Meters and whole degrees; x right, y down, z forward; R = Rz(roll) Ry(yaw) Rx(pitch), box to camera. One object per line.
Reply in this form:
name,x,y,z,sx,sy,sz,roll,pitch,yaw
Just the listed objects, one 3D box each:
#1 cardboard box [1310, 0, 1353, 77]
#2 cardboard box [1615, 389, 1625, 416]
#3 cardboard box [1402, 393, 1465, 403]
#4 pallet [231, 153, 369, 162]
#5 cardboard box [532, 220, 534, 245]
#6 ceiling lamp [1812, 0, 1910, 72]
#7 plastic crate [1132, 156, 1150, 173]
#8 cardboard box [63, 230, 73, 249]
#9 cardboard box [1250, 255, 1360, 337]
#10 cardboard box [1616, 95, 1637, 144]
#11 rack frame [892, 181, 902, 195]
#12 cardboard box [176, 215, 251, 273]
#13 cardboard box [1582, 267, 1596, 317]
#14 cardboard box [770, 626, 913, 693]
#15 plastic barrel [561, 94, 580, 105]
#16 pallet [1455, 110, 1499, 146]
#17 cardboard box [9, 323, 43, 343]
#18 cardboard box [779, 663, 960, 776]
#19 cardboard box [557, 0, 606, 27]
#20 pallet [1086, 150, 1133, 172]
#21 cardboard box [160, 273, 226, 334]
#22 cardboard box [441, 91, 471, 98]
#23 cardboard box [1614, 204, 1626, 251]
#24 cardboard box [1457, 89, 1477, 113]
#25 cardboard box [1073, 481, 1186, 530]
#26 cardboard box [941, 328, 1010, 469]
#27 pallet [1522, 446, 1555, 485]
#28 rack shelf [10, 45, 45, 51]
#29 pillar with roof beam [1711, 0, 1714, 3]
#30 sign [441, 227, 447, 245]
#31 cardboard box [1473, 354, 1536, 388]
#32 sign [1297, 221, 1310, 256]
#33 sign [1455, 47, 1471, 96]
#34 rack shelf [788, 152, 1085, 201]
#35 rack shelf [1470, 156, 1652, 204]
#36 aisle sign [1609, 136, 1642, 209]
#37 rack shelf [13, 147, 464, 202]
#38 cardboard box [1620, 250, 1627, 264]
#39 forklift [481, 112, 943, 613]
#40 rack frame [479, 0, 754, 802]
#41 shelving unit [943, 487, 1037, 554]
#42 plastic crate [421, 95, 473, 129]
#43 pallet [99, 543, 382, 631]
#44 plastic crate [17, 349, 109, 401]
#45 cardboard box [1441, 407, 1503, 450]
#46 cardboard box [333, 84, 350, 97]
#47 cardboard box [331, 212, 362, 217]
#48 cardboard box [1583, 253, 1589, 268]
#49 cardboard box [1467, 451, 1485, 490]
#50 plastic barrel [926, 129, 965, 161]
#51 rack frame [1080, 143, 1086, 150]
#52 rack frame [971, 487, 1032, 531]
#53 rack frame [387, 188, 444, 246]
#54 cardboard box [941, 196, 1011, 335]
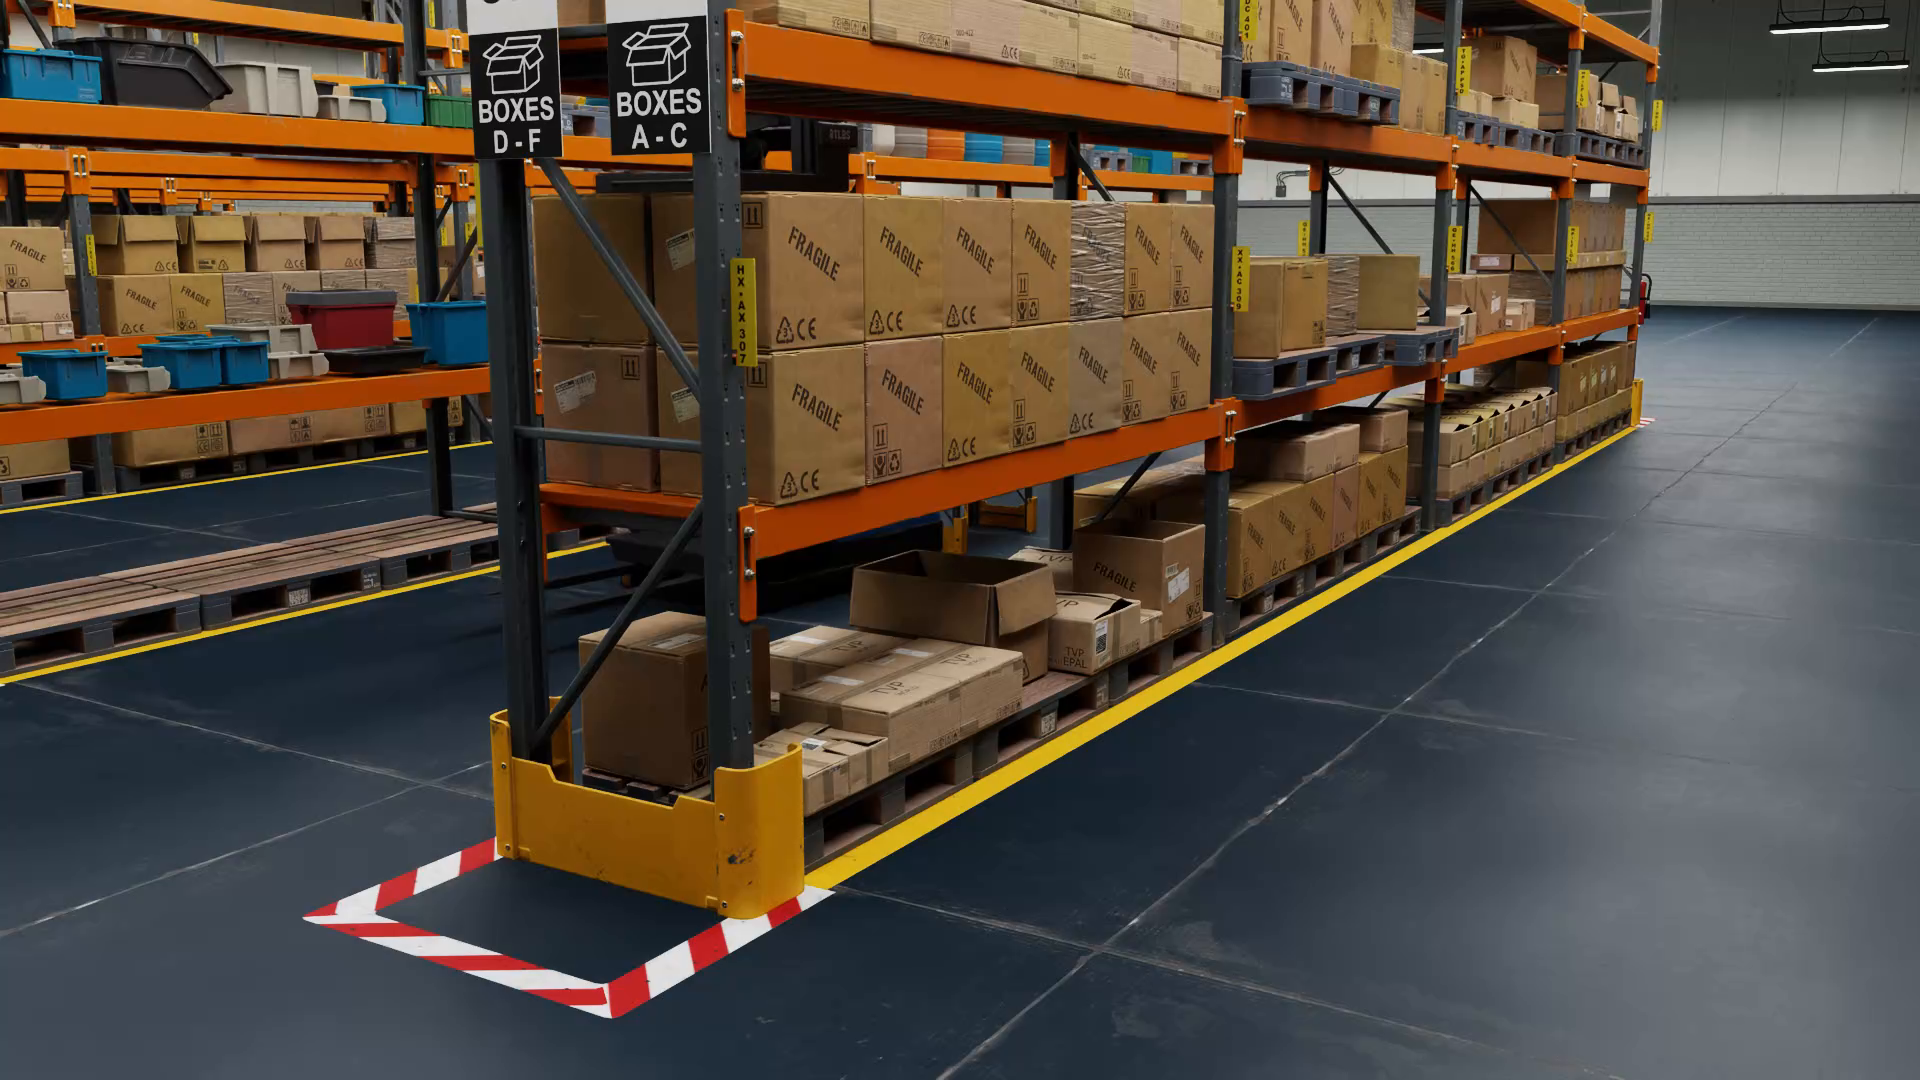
cardboard box,1.966,-3.010,9.959,0.600,0.600,0.600,6,12,28
cardboard box,6.906,-1.498,18.052,0.500,0.250,0.500,6,12,31
cardboard box,4.145,-1.136,14.595,0.500,0.311,0.500,6,12,29
pallet,-6.304,-3.624,15.436,1.003,0.211,1.213,7,13,33
cardboard box,-6.742,-4.472,24.264,0.875,0.550,0.550,6,12,31
ceiling lamp,21.122,-12.573,38.709,2.000,3.185,0.800,6,12,31
plastic crate,1.925,-4.273,18.966,0.336,0.188,0.450,6,12,31
cardboard box,-12.675,-4.167,23.752,0.500,0.500,0.500,6,12,29
cardboard box,2.159,-1.598,10.840,0.700,0.500,0.500,9,14,41
cardboard box,6.879,-4.546,18.048,0.797,0.503,0.637,7,13,35
rack frame,-1.284,-3.783,23.924,1.000,3.000,0.127,6,12,31
cardboard box,-6.823,-2.646,14.853,0.797,0.503,0.637,7,12,31
cardboard box,6.126,-2.569,17.169,0.700,0.500,0.500,7,13,32
cardboard box,-0.535,0.560,7.002,0.500,0.250,0.500,6,12,31
plastic barrel,-2.793,-3.229,11.303,0.433,0.535,0.433,0,11,0
pallet,3.304,-3.075,12.502,1.213,0.211,1.003,7,13,33
cardboard box,-7.526,-1.652,13.226,0.380,0.149,0.250,7,13,32
cardboard box,-0.341,0.679,6.369,0.500,0.250,0.500,6,12,31
cardboard box,-1.084,-1.826,5.728,0.500,0.250,0.500,6,12,31
pallet,1.164,-4.185,18.433,1.213,0.211,1.003,6,12,31
cardboard box,-6.801,-2.072,14.515,0.500,0.500,0.500,6,12,31
cardboard box,-4.973,-4.343,17.136,0.500,0.500,0.500,7,12,31
cardboard box,6.900,-3.442,18.307,0.700,0.500,0.500,6,12,31
cardboard box,3.778,-3.435,13.178,0.500,0.250,0.500,6,12,30
cardboard box,0.962,-0.041,9.535,0.500,0.500,0.500,6,12,30
cardboard box,-0.144,-0.574,6.510,0.500,0.500,0.500,6,12,31
pallet,4.755,-0.717,15.123,1.003,0.211,1.213,6,12,31
rack shelf,-10.662,-5.099,17.690,1.077,0.370,4.000,6,12,31
pillar with roof beam,23.689,-10.249,42.158,9.100,9.000,0.548,6,12,31
sign,-7.078,-4.123,22.812,0.100,0.325,0.005,6,12,31
cardboard box,5.428,-1.602,16.566,0.500,0.500,0.500,6,12,31
sign,2.552,-2.199,12.319,0.100,0.325,0.005,6,12,31
sign,3.490,-3.254,11.543,0.100,0.325,0.005,6,12,31
rack shelf,-0.166,-3.487,16.146,1.077,0.370,4.000,6,12,31
rack shelf,6.143,-3.642,16.975,1.077,0.370,4.000,6,12,31
aisle sign,7.466,-4.096,18.532,0.394,0.787,0.004,6,12,31
rack shelf,-6.475,-3.331,15.313,1.077,0.370,4.000,6,12,31
cardboard box,7.145,-3.126,18.378,0.380,0.149,0.250,6,12,30
forklift,-1.423,-1.112,9.843,1.130,2.935,3.031,8,13,38
rack frame,-1.126,-0.320,5.424,1.000,3.000,0.127,6,12,31
shelving unit,0.040,-0.749,11.795,0.587,1.500,1.083,6,12,31
plastic crate,-3.242,-2.697,10.549,0.450,0.188,0.662,6,12,31
pallet,-4.262,0.260,9.906,1.003,0.211,1.213,6,12,31
plastic crate,-4.606,-0.852,8.558,0.416,0.233,0.300,6,12,31
cardboard box,4.083,-0.926,13.471,0.500,0.311,0.500,6,12,29
cardboard box,-6.065,-4.008,15.560,0.500,0.500,0.500,7,13,34
cardboard box,-10.278,-5.146,27.410,0.700,0.500,0.500,6,12,30
cardboard box,6.075,-2.802,16.648,0.380,0.149,0.250,6,12,29
cardboard box,3.811,-0.566,13.072,0.500,0.250,0.500,6,12,29
plastic barrel,-0.252,-3.948,15.489,0.600,0.830,0.708,6,12,31
rack frame,0.873,-5.629,17.484,1.000,3.000,0.127,6,12,31
rack frame,0.308,-0.831,12.229,0.500,1.500,0.032,6,12,31
rack frame,-7.547,-3.644,23.180,1.000,3.000,0.127,6,12,31
cardboard box,-0.141,-1.066,6.422,0.500,0.500,0.500,7,12,31
